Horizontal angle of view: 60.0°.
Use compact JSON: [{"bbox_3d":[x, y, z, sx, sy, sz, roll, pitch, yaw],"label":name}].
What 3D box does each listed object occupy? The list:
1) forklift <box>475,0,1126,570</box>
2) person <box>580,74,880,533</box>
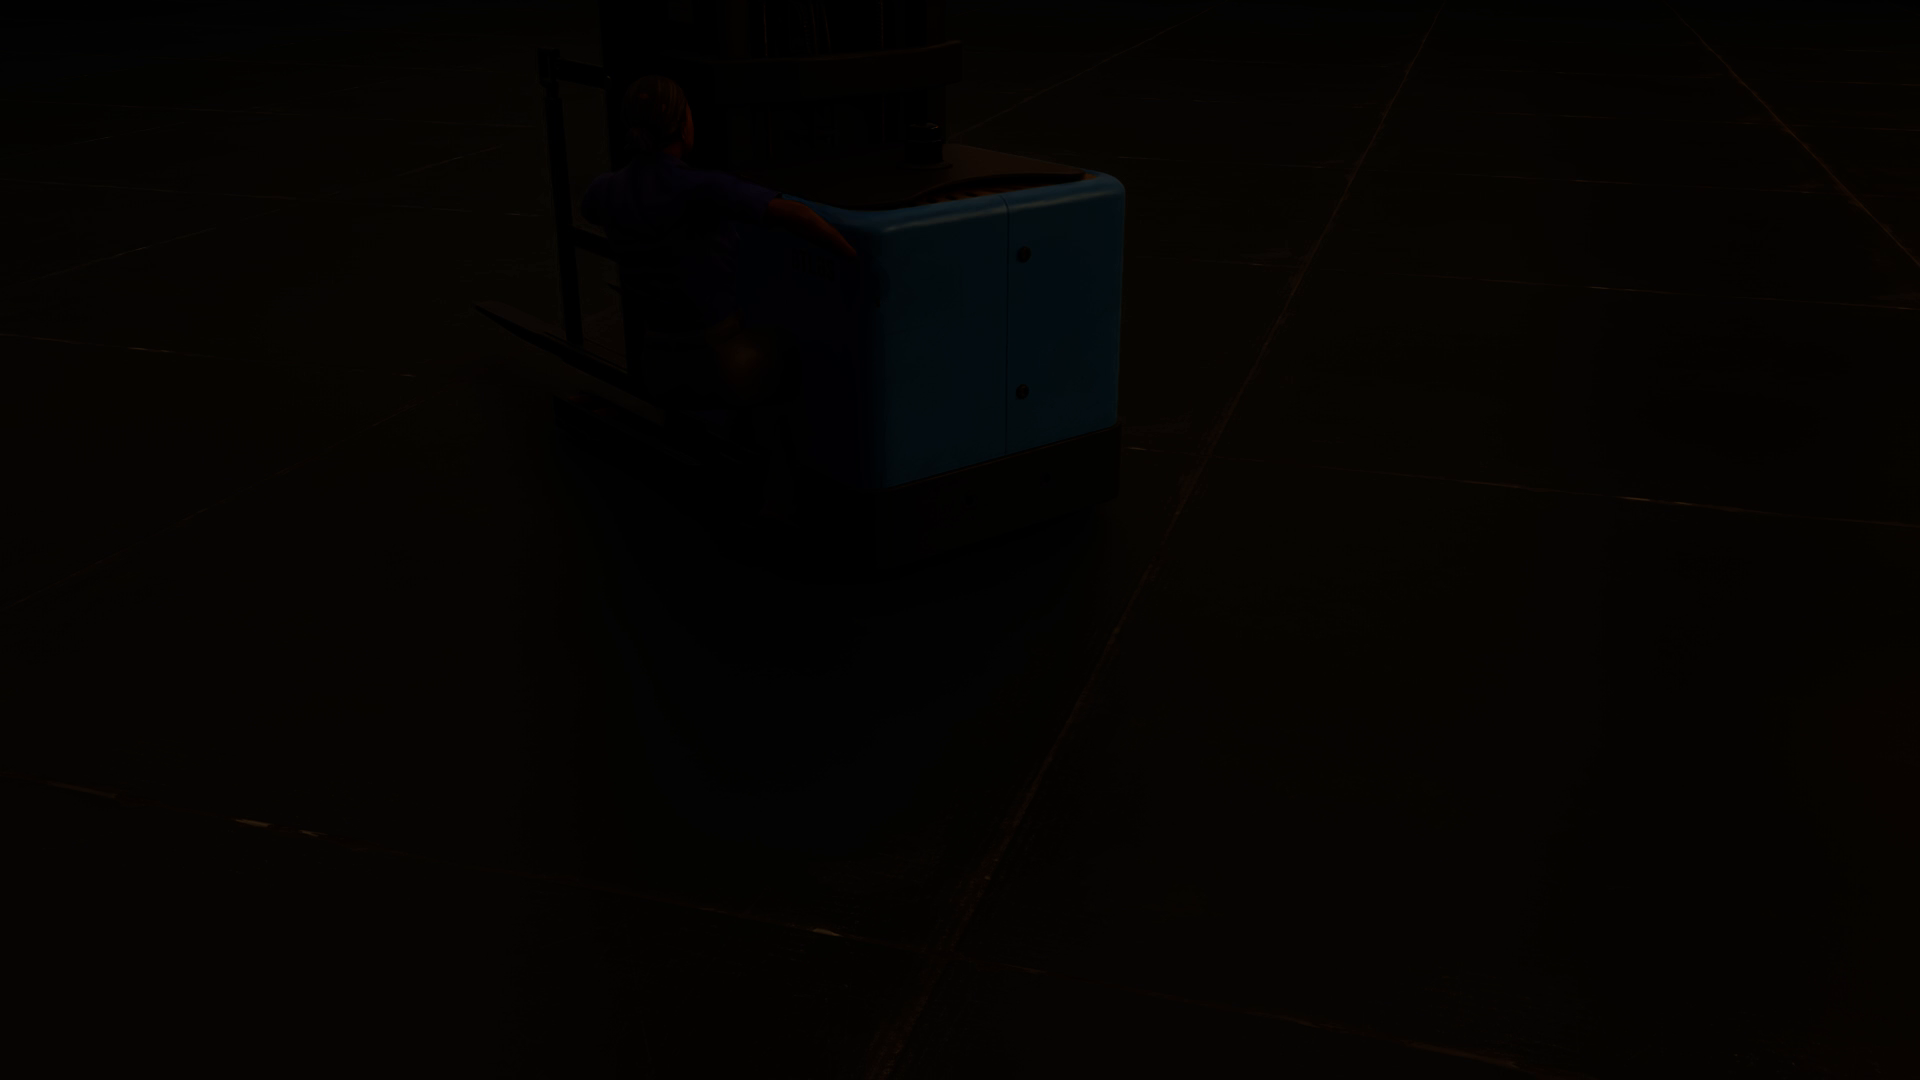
[{"bbox_3d":[-0.807,-1.761,5.544,1.130,2.935,3.031,-17,28,-35],"label":"forklift"},{"bbox_3d":[-0.604,-0.625,4.760,0.964,1.418,0.801,10,24,23],"label":"person"}]
